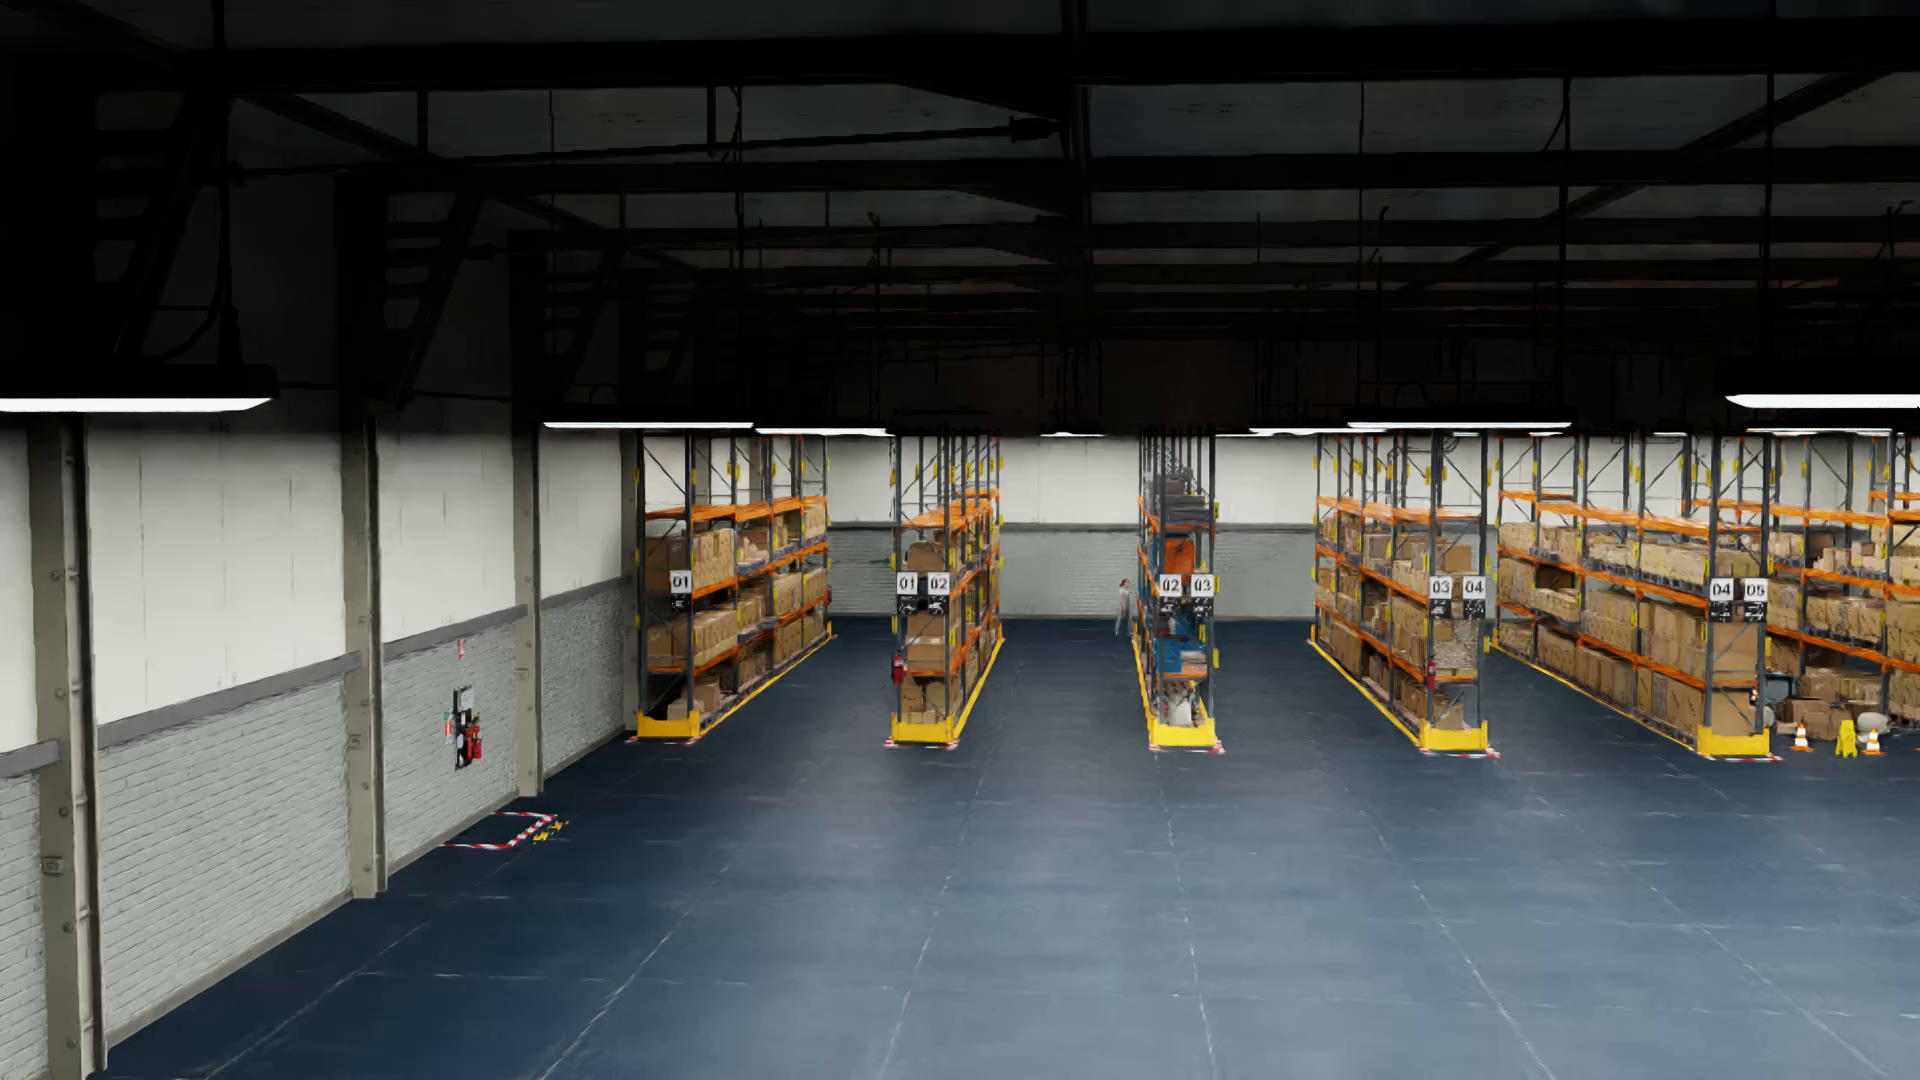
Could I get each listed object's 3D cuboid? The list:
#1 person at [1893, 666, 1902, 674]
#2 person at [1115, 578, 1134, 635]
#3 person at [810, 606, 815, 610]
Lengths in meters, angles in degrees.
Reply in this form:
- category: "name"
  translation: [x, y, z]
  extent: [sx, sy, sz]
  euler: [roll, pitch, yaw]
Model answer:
- category: "person"
  translation: [21.824, 2.461, 38.693]
  extent: [0.569, 1.786, 0.653]
  euler: [2, 4, 34]
- category: "person"
  translation: [4.829, 1.931, 48.469]
  extent: [0.554, 1.661, 0.690]
  euler: [3, 5, 41]
- category: "person"
  translation: [-4.548, 1.832, 49.074]
  extent: [0.431, 1.771, 0.674]
  euler: [2, 4, 31]
